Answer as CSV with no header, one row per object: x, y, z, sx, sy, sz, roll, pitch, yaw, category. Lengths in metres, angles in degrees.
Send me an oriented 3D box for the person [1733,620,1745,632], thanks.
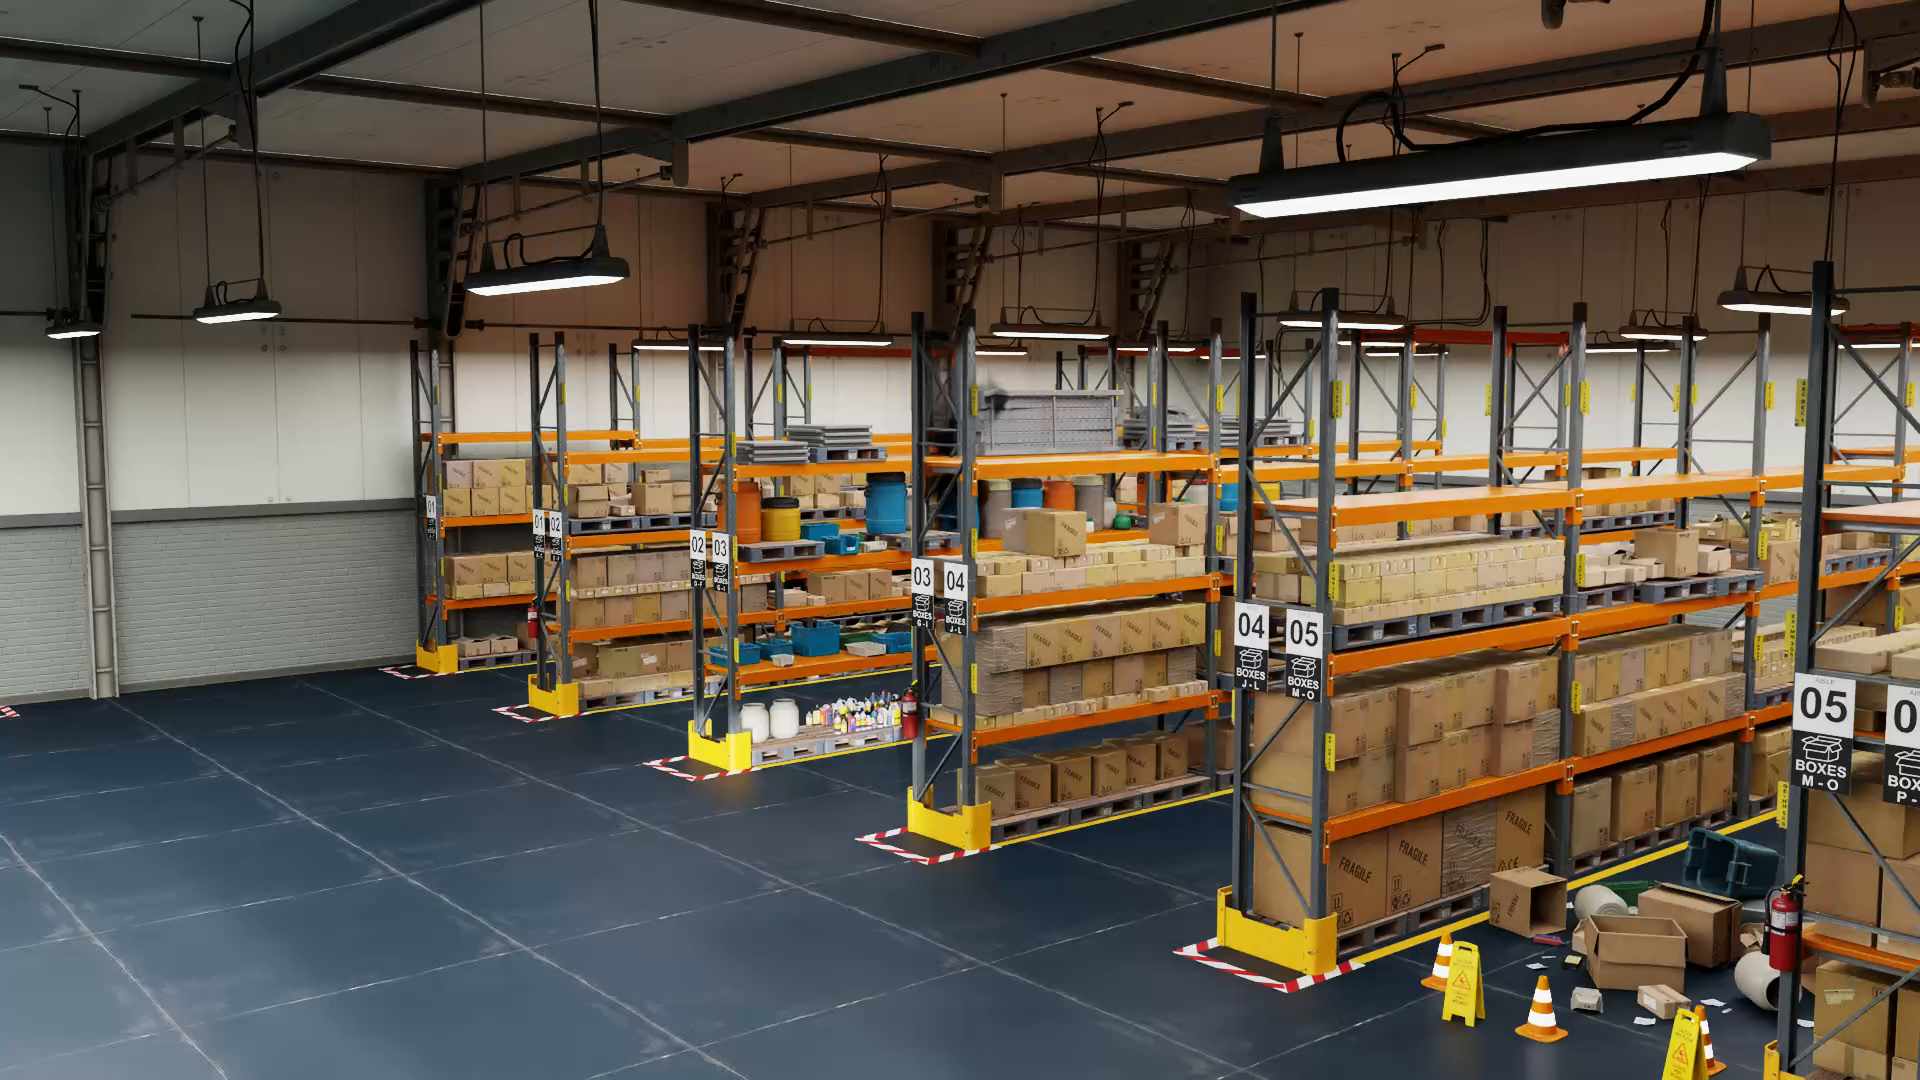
11.502,2.046,24.502,0.580,1.729,0.660,-4,6,-35,person
